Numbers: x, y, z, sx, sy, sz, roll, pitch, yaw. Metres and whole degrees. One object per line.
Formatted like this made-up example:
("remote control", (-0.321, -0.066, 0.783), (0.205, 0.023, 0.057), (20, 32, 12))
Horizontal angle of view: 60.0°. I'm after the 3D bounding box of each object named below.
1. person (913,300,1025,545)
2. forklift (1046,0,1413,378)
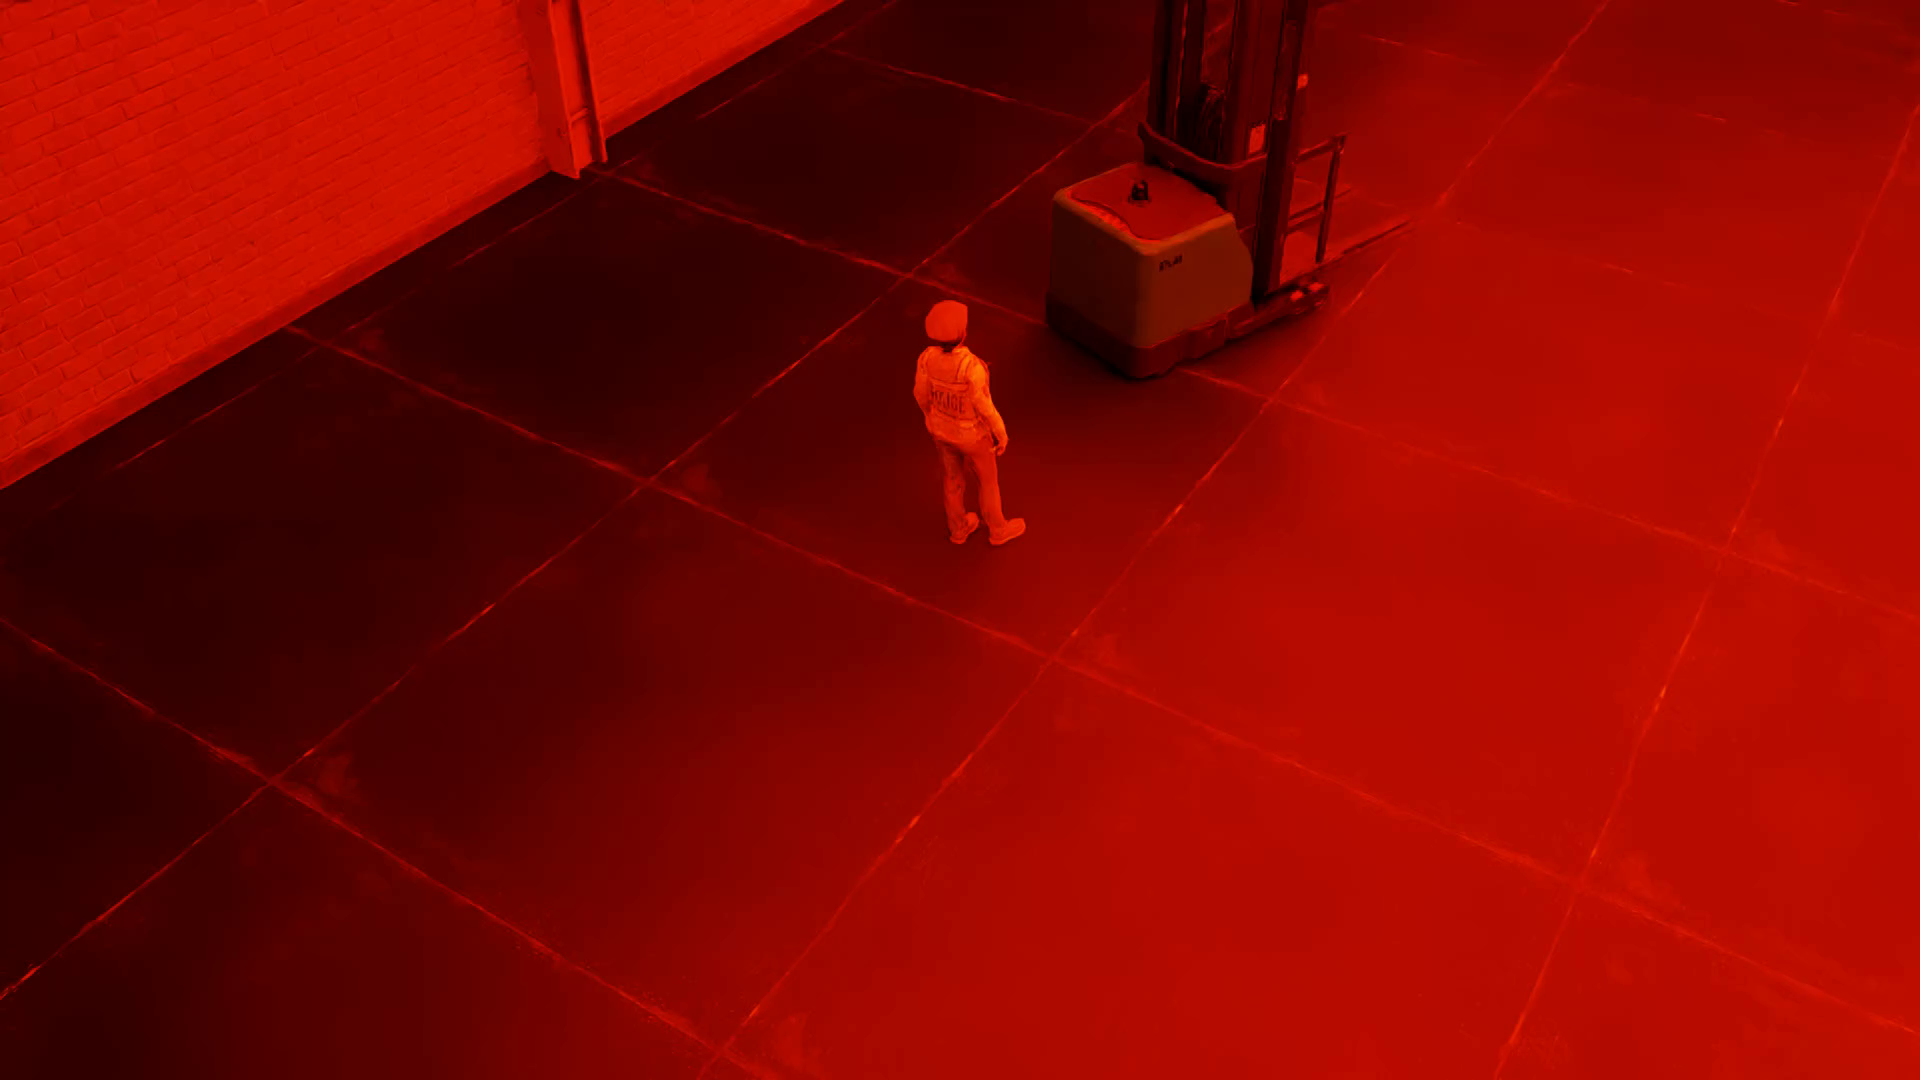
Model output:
("person", (0.042, -0.687, 9.722), (0.586, 1.695, 0.533), (22, 45, 24))
("forklift", (2.096, -3.018, 11.528), (3.031, 2.935, 1.130), (-26, 47, -28))
